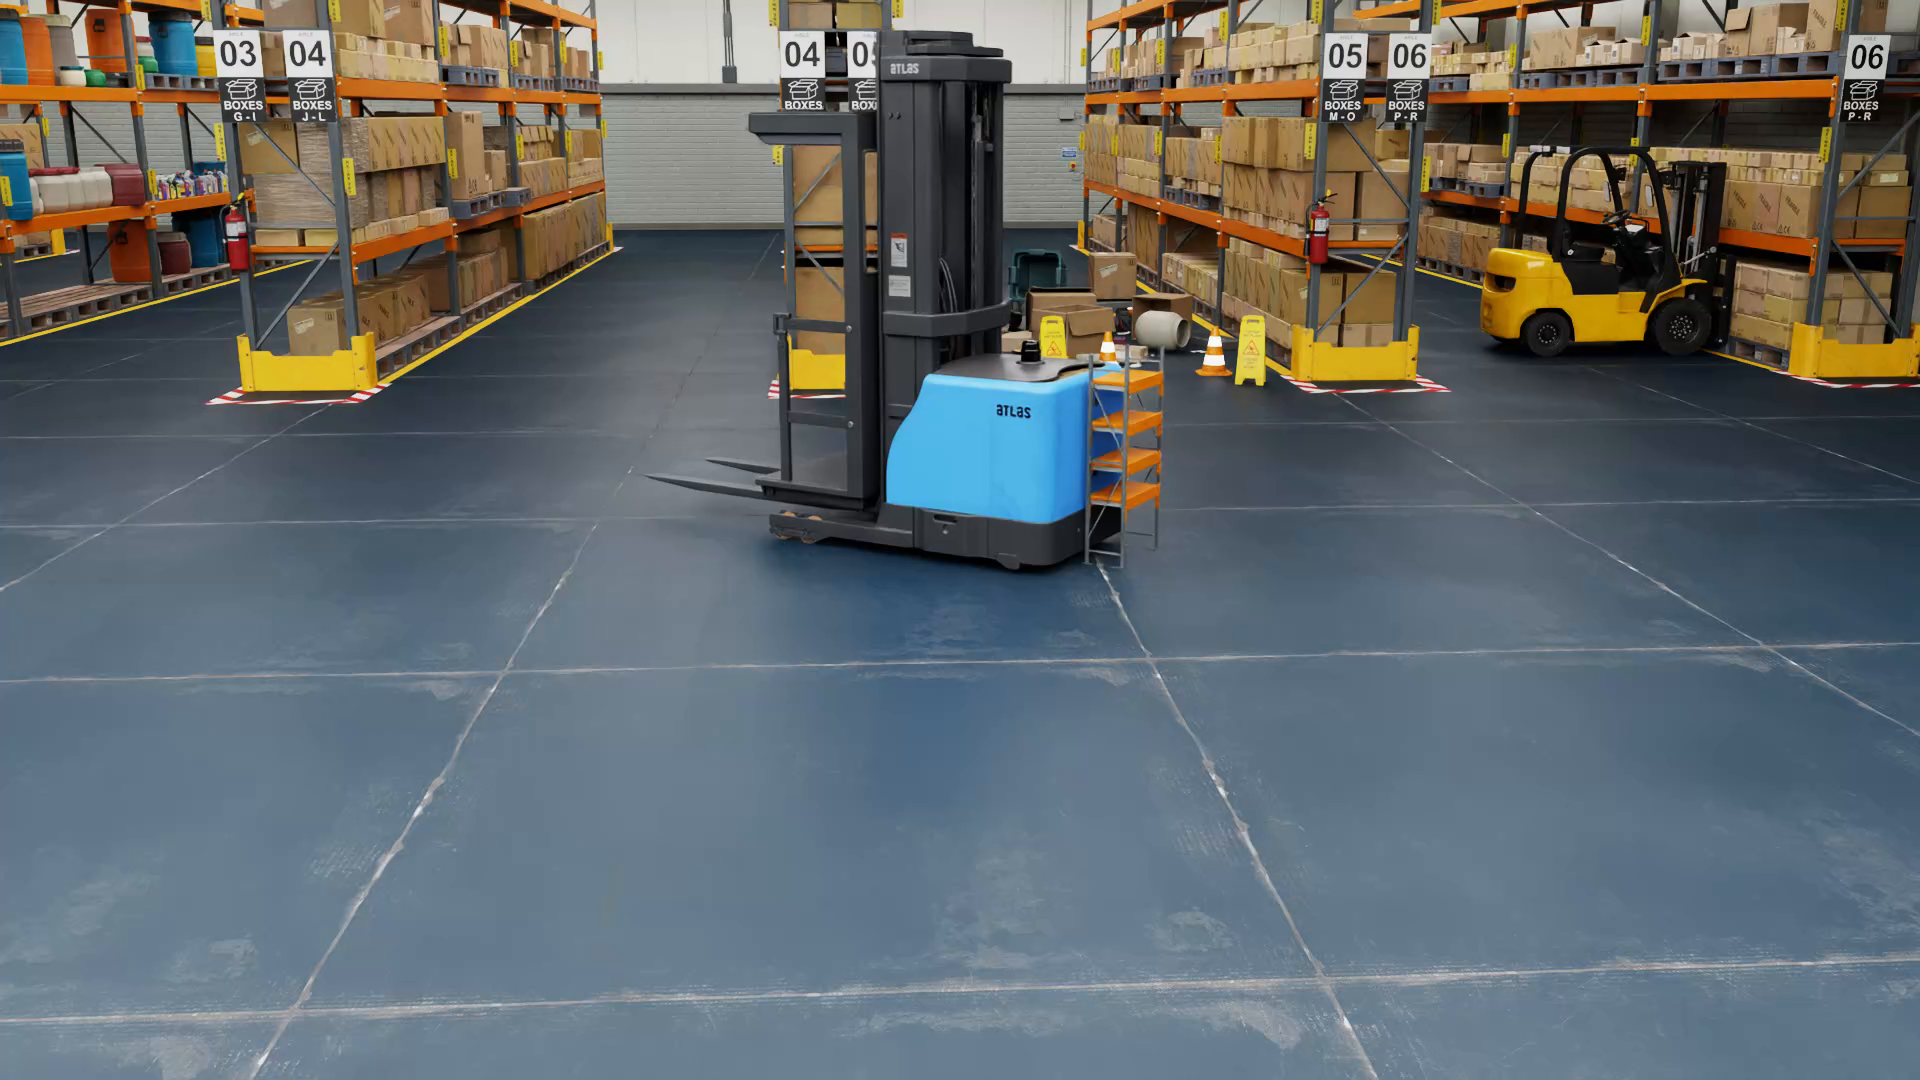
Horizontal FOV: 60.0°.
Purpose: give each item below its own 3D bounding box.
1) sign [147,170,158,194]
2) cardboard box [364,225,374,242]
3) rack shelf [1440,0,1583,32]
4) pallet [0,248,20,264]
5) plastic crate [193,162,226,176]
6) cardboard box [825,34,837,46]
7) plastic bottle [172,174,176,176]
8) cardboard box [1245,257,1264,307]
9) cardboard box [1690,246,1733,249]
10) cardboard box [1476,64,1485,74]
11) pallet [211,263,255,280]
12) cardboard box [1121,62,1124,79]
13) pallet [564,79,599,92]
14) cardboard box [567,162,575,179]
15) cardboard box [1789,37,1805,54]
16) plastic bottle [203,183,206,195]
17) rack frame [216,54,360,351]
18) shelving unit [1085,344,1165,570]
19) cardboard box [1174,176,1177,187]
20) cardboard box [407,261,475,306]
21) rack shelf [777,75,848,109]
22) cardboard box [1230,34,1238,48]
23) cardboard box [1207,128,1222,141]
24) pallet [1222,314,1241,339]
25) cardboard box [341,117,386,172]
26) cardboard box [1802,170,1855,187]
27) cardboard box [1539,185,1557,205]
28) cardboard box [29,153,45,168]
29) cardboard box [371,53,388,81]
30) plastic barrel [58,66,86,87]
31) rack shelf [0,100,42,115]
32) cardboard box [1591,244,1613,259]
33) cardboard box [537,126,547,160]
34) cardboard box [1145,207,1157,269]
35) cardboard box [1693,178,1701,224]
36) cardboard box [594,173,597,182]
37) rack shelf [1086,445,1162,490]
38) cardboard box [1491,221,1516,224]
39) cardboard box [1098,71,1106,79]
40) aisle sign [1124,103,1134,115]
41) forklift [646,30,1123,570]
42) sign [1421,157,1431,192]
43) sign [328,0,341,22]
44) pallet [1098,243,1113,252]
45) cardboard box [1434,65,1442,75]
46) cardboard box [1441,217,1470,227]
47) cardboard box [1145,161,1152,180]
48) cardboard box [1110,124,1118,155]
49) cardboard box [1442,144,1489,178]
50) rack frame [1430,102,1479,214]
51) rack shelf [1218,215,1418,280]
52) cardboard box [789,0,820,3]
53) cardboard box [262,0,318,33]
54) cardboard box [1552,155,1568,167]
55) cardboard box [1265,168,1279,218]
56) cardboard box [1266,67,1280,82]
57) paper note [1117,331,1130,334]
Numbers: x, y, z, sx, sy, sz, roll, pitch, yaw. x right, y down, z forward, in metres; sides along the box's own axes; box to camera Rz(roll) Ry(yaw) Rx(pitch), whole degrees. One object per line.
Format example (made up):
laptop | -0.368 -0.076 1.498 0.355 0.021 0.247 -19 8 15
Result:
sign | -10.959 -4.860 22.567 0.100 0.325 0.005 -1 14 -3
cardboard box | -5.845 -2.935 15.919 0.380 0.149 0.250 -1 14 -3
rack shelf | 8.157 -7.938 25.066 1.077 0.370 4.000 -1 14 -3
pallet | -16.820 -4.814 28.314 1.003 0.211 1.213 -1 14 -3
plastic crate | -12.125 -5.897 26.839 0.392 0.384 0.575 -1 14 -3
cardboard box | -1.609 -5.554 18.232 0.500 0.250 0.500 -1 14 -3
plastic bottle | -12.084 -5.493 25.606 0.152 0.276 0.135 -1 14 -3
cardboard box | 3.417 -2.827 18.165 0.500 0.500 0.500 0 14 -1
cardboard box | 8.752 -3.319 19.576 0.500 0.250 0.500 -1 14 -2
cardboard box | 7.965 -7.056 24.910 0.380 0.149 0.250 0 14 -2
pallet | -11.749 -4.222 26.013 1.003 0.211 1.213 -1 14 -3
cardboard box | 2.761 -7.456 26.392 0.396 0.266 0.258 -1 14 -4
pallet | -7.003 -8.062 29.498 1.003 0.211 1.213 -1 14 -3
cardboard box | -6.580 -6.034 27.163 0.500 0.250 0.500 -1 14 -4
cardboard box | 8.422 -4.872 16.384 0.380 0.149 0.250 -1 14 -5
plastic bottle | -11.297 -5.240 24.772 0.097 0.201 0.097 0 14 0
rack frame | -6.068 -2.857 15.112 1.000 3.000 0.127 -1 14 -3
shelving unit | 0.940 -0.483 9.494 0.258 1.200 0.503 8 16 29
cardboard box | 3.116 -4.858 22.551 0.380 0.149 0.250 -2 15 -7
cardboard box | -6.344 -3.127 20.292 0.700 0.500 0.500 -1 14 -4
rack shelf | -1.236 -4.511 16.961 1.077 0.370 4.000 -1 14 -3
cardboard box | 3.268 -5.639 18.807 0.380 0.149 0.250 -1 14 -4
cardboard box | 3.265 -4.998 20.488 0.380 0.149 0.250 -1 14 -5
pallet | 3.652 -2.488 19.273 1.003 0.211 1.213 -1 14 -3
cardboard box | -5.854 -3.800 15.970 0.500 0.500 0.500 -1 14 -3
cardboard box | 8.475 -3.532 16.233 0.380 0.149 0.250 -1 14 -3
cardboard box | 8.130 -4.638 22.332 0.500 0.250 0.500 -1 14 -5
cardboard box | -16.648 -6.626 29.558 0.500 0.500 0.500 0 14 -2
cardboard box | -5.905 -4.613 16.215 0.500 0.250 0.500 -1 14 -4
plastic barrel | -11.196 -5.844 20.976 0.301 0.262 0.301 0 14 0
rack shelf | -16.823 -7.291 27.770 1.077 0.370 4.000 -1 14 -3
cardboard box | 8.445 -3.459 21.372 0.875 0.625 0.625 -1 14 -4
cardboard box | -6.733 -6.046 25.293 0.797 0.503 0.637 -1 14 -3
cardboard box | 3.316 -4.569 25.187 0.875 0.875 0.875 -1 14 -3
cardboard box | 8.377 -3.762 18.426 0.500 0.500 0.500 -1 14 -4
cardboard box | -6.662 -6.442 29.548 0.380 0.149 0.250 -1 14 -2
rack shelf | 0.940 -0.417 9.511 0.258 0.148 0.480 8 16 29
cardboard box | 8.426 -4.840 25.689 0.380 0.149 0.250 -1 14 -3
cardboard box | 2.669 -8.298 29.699 0.380 0.149 0.250 0 14 -1
aisle sign | 3.136 -8.271 30.936 0.394 0.787 0.004 -1 14 -3
forklift | -0.559 -1.501 9.976 3.031 2.935 1.130 8 17 29
sign | 4.364 -3.438 15.632 0.100 0.325 0.005 -1 14 -3
sign | -5.527 -4.742 14.662 0.100 0.325 0.005 -1 14 -3
pallet | 3.031 -5.139 29.575 1.003 0.211 1.213 -1 14 -3
cardboard box | 7.680 -7.384 26.146 0.380 0.149 0.250 -1 14 -3
cardboard box | 7.942 -5.087 26.648 0.380 0.149 0.250 -1 14 -4
cardboard box | 3.008 -5.413 24.344 0.500 0.250 0.500 -1 14 -5
cardboard box | 2.774 -6.641 27.608 0.500 0.500 0.500 -1 14 -4
cardboard box | 7.920 -5.876 25.802 0.700 0.500 0.500 -1 14 -4
rack frame | 8.033 -6.072 27.607 1.000 3.000 0.127 -1 14 -3
rack shelf | 3.699 -3.159 17.730 1.077 0.370 4.000 -1 14 -3
cardboard box | -1.471 -4.956 15.111 0.380 0.149 0.250 -1 14 -3
cardboard box | -6.417 -5.126 16.110 0.500 0.500 0.500 -1 14 -3
cardboard box | 8.097 -5.035 22.075 0.380 0.149 0.250 -1 14 -2
cardboard box | 3.460 -3.583 17.133 0.500 0.500 0.500 -1 14 -4
cardboard box | 3.382 -4.807 17.174 0.380 0.149 0.250 -1 14 -4
paper note | 1.905 -2.409 19.328 0.148 0.019 0.142 -1 14 -3
